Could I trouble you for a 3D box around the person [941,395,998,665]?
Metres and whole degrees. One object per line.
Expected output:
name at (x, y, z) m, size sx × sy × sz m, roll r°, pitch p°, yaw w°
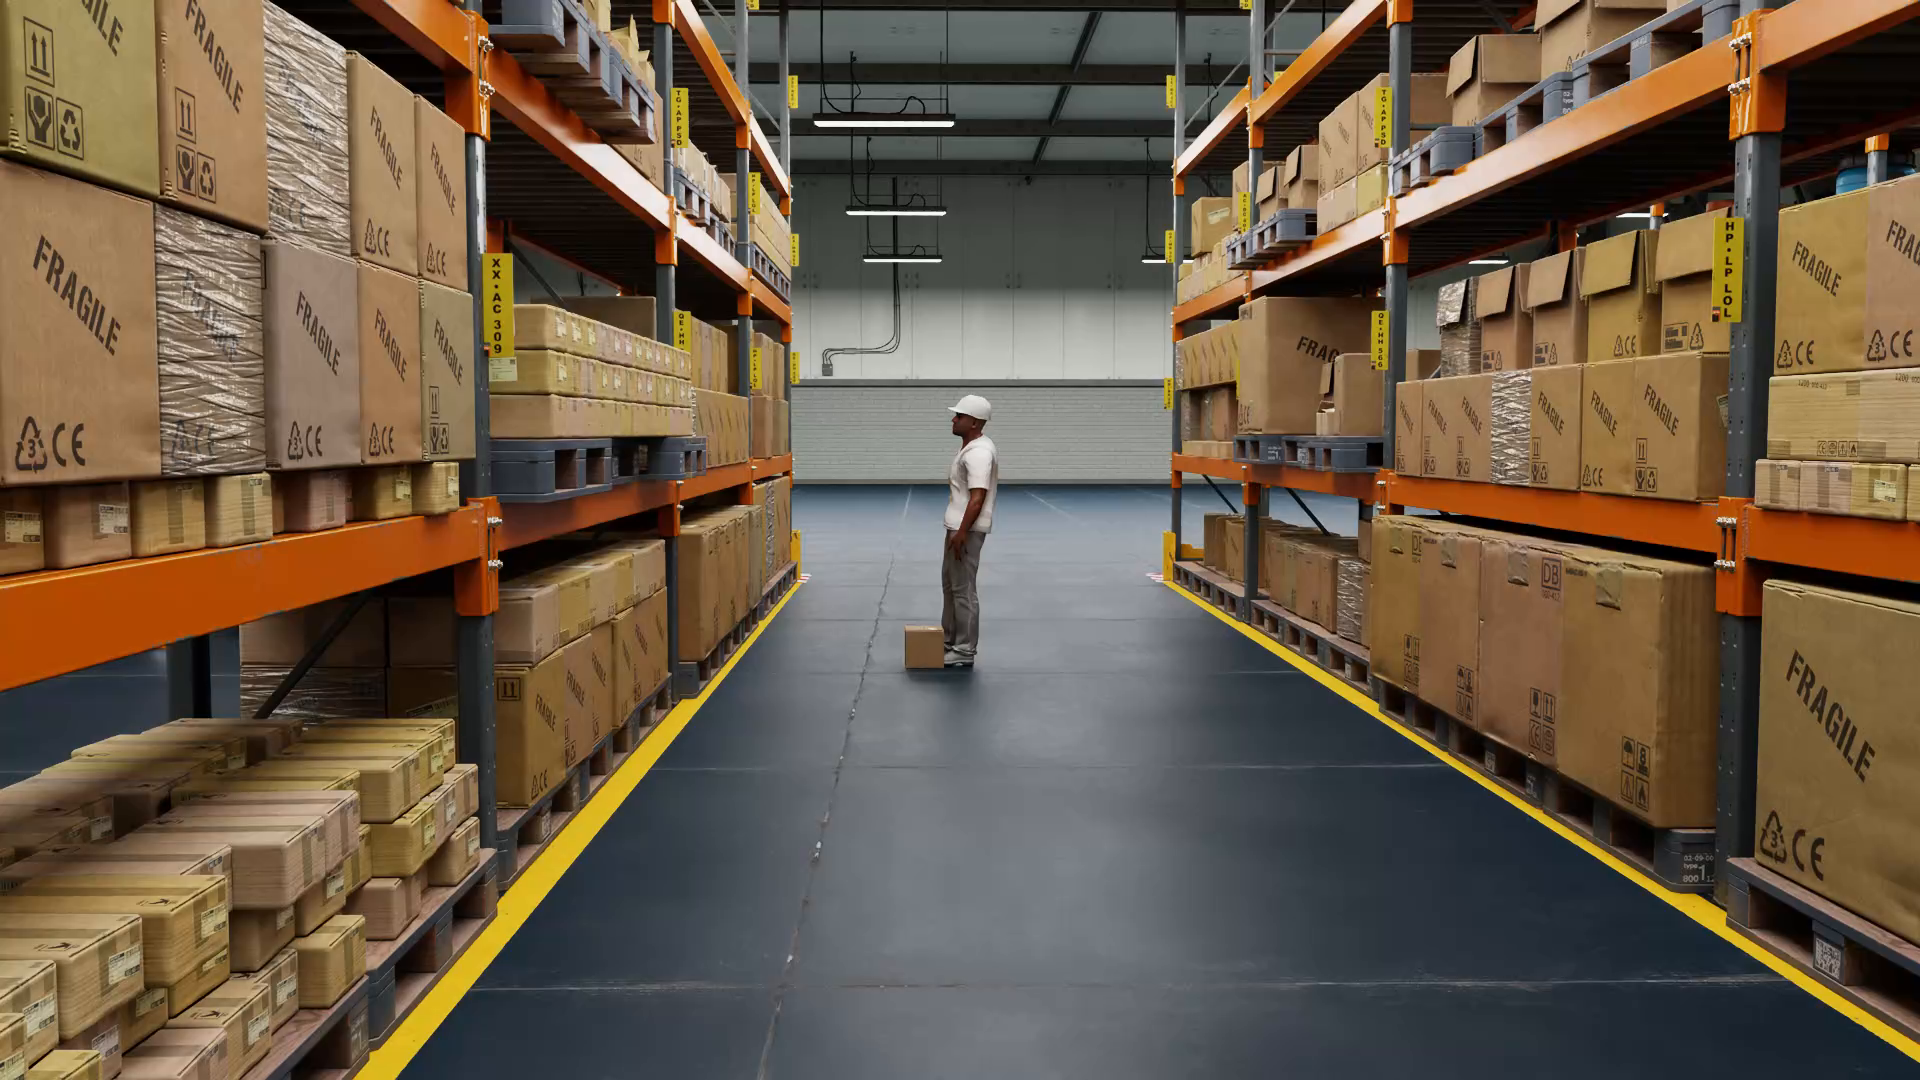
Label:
person at (-0.036, -0.065, 10.908) m, size 0.576 × 1.766 × 0.665 m, roll 0°, pitch 4°, yaw -1°
